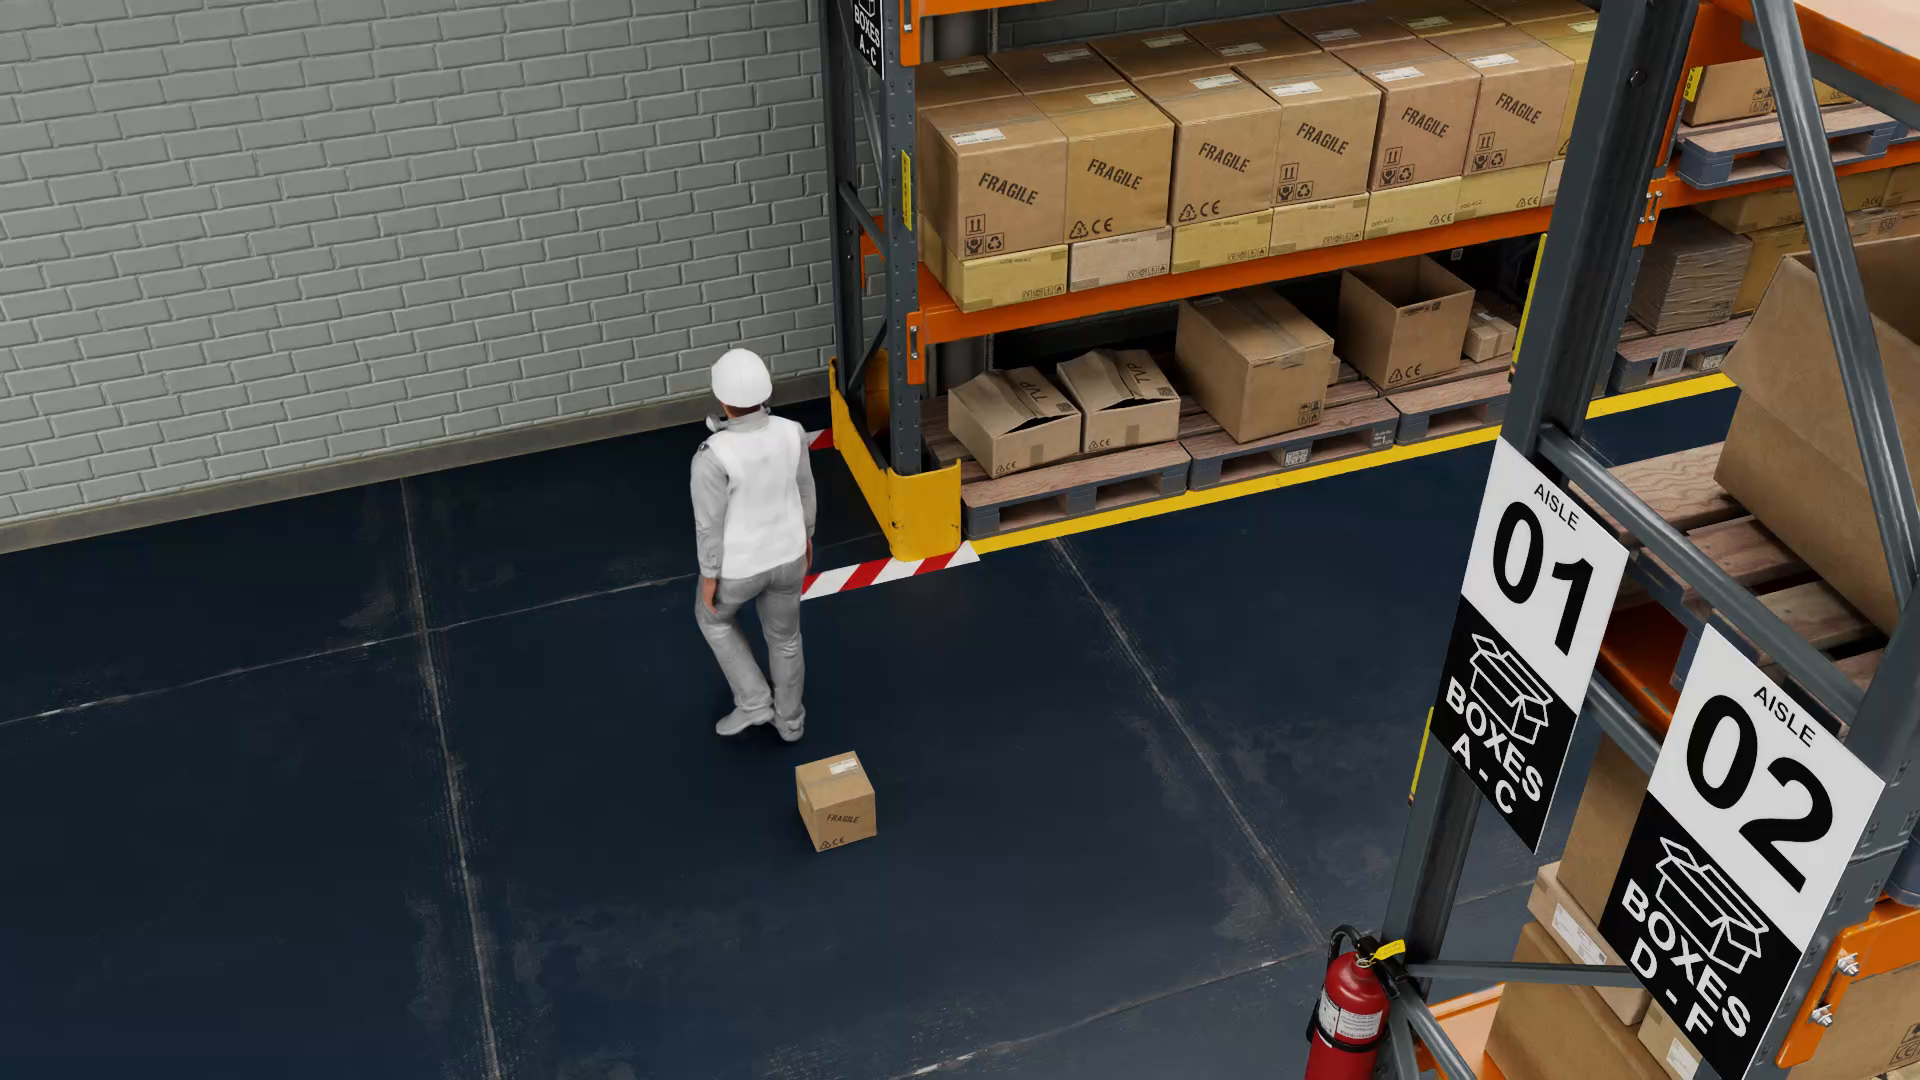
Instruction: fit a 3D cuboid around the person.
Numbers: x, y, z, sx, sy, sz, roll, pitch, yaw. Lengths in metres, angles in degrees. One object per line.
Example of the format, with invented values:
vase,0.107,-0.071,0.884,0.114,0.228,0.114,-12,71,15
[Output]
person,-0.810,0.048,6.671,0.560,1.760,0.488,-22,43,-26
